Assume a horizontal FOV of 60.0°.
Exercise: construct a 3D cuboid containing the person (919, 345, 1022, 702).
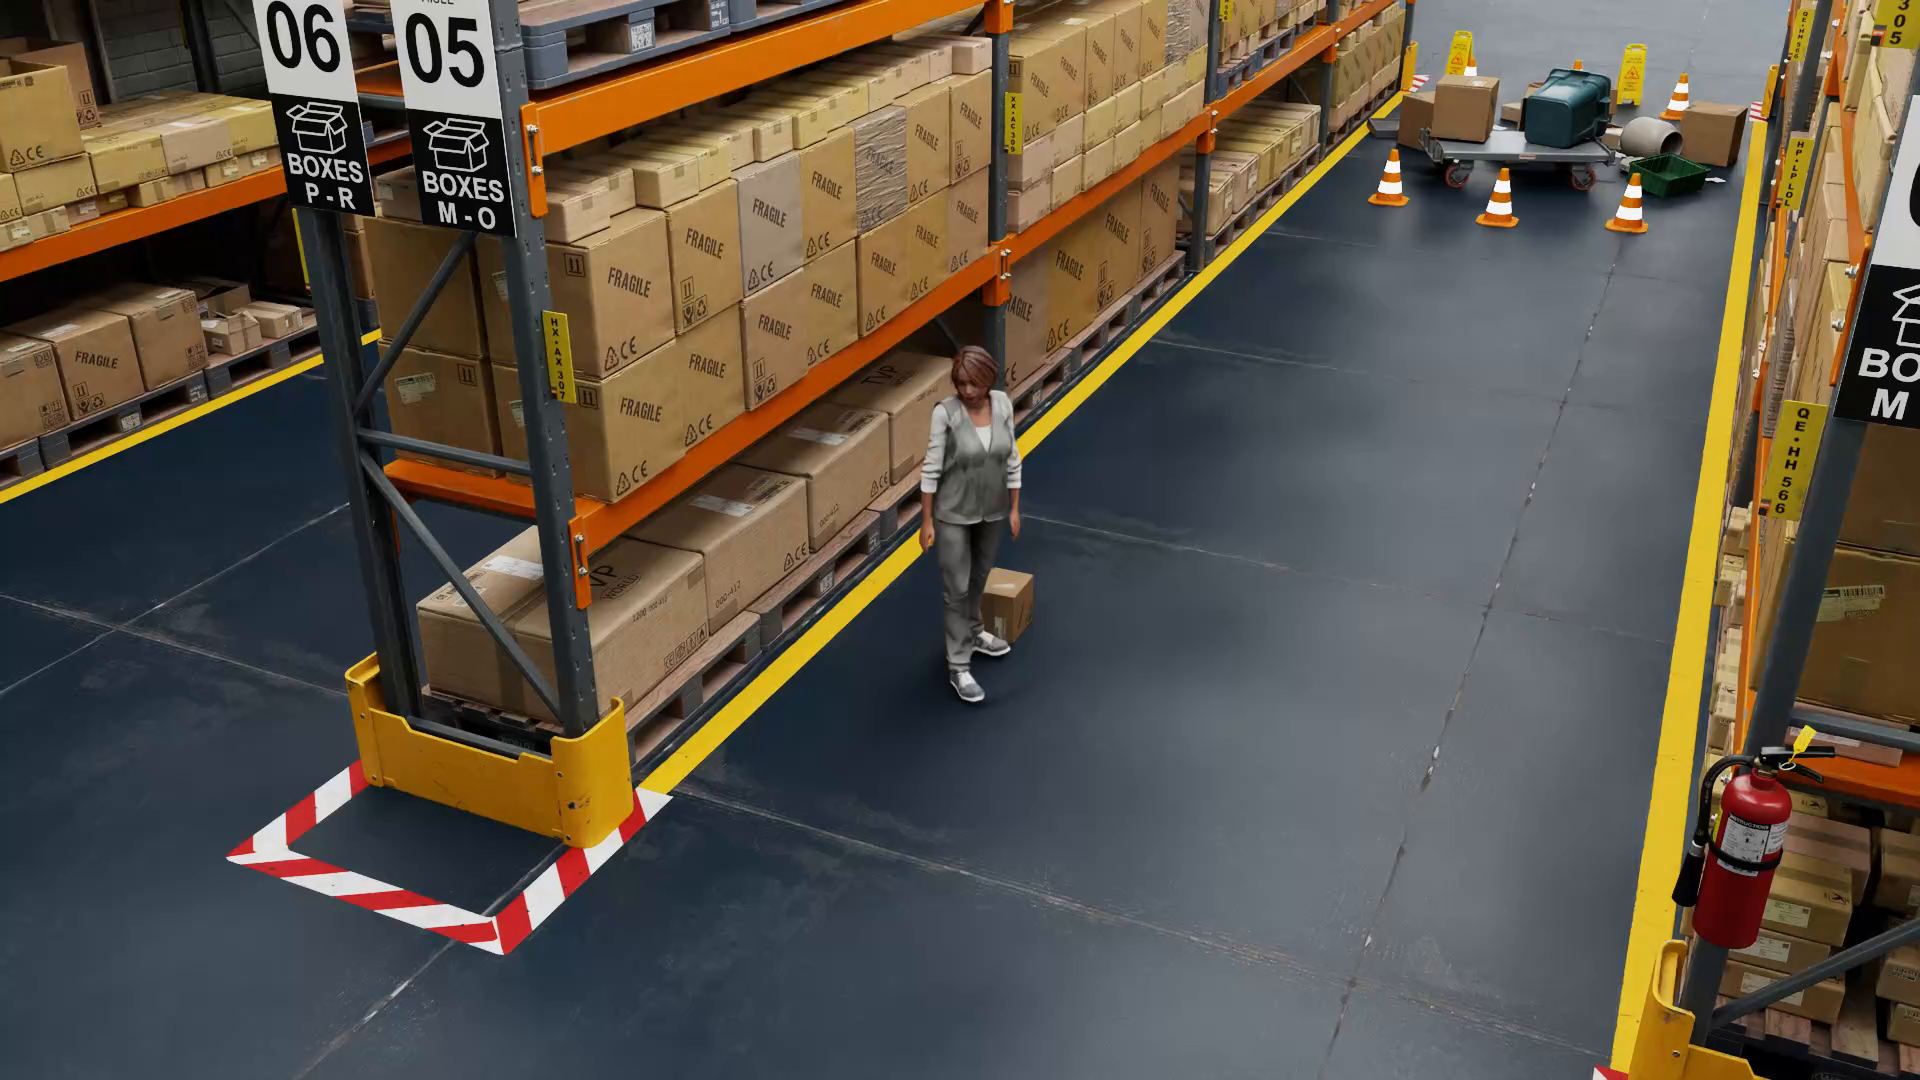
[{"bbox_3d":[0.054,-0.052,7.307,0.496,1.475,0.541,-14,30,-26],"label":"person"}]
